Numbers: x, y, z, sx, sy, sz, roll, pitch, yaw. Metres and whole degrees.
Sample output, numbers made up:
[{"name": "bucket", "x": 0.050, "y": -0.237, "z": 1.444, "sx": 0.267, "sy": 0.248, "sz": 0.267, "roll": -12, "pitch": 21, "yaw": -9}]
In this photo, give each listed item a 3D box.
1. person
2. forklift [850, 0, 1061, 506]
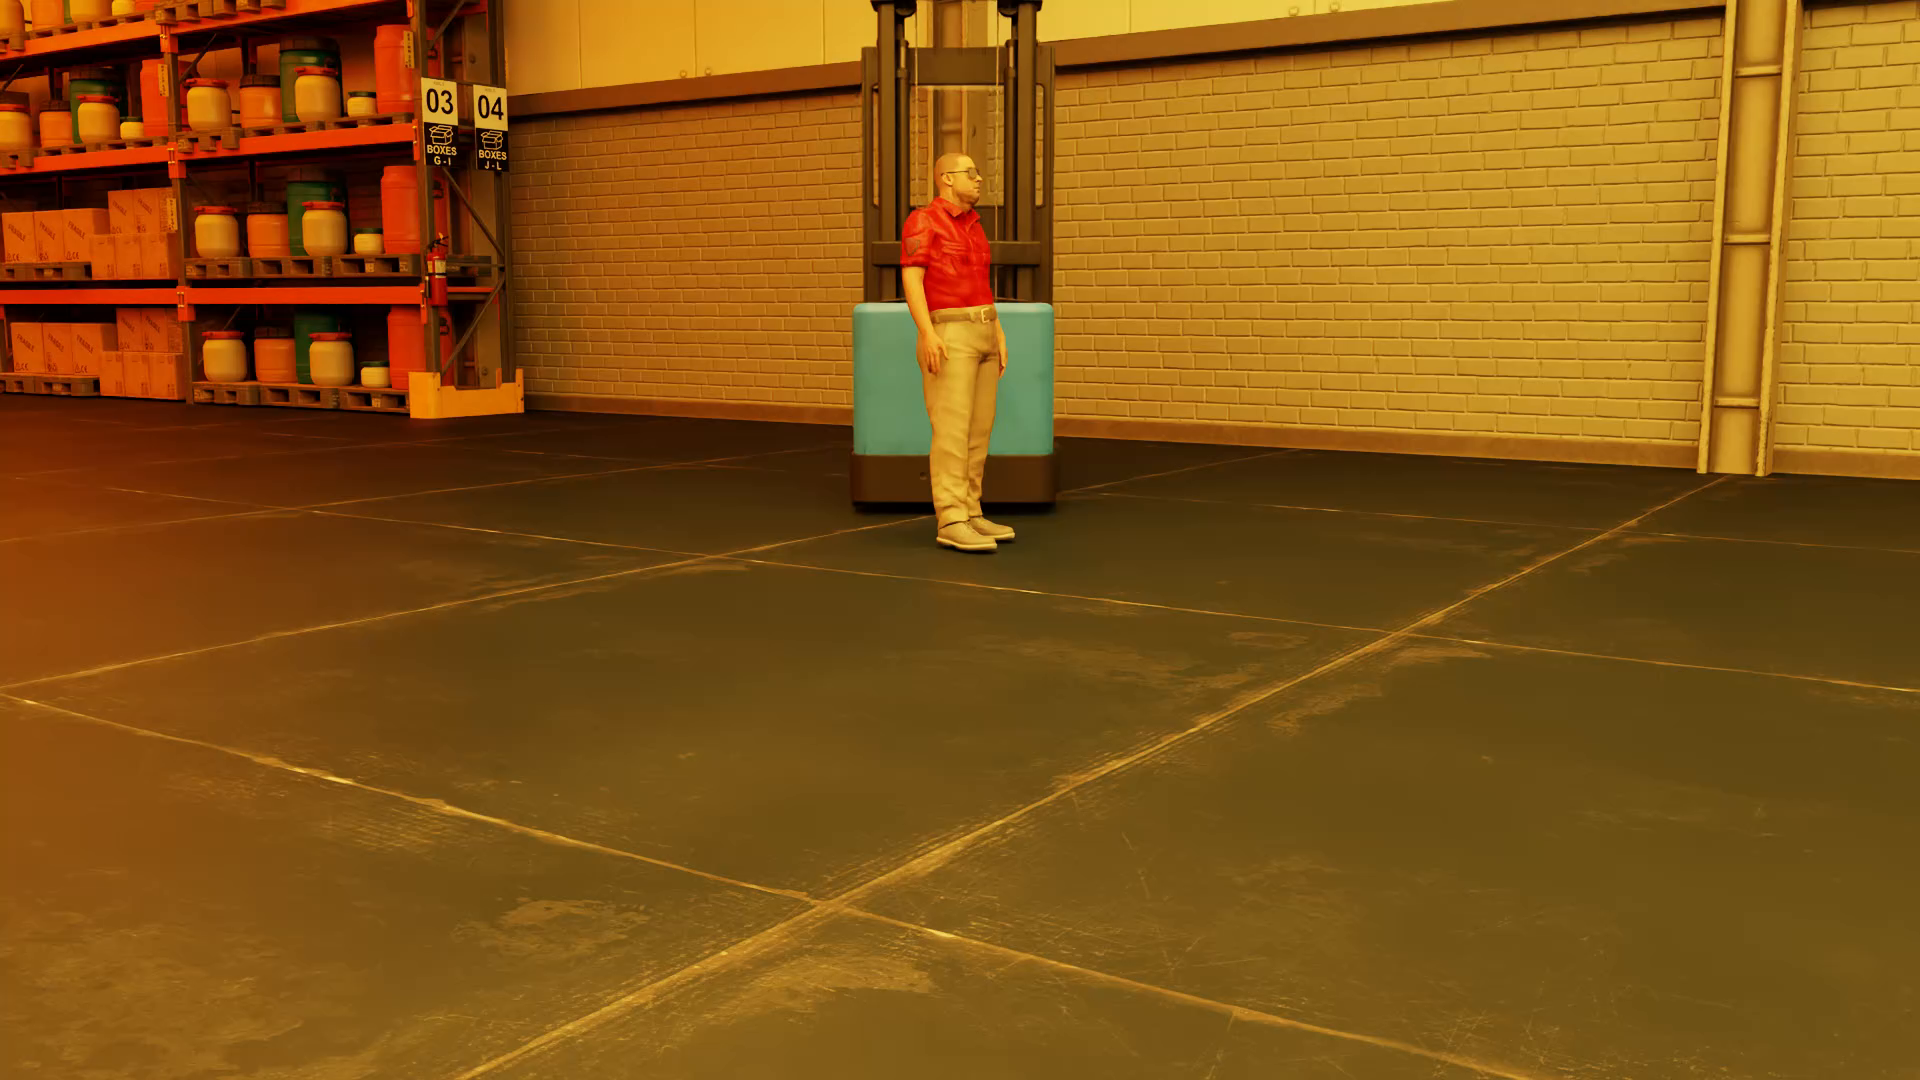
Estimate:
[{"name": "person", "x": 0.068, "y": -0.855, "z": 7.422, "sx": 0.550, "sy": 1.728, "sz": 0.641, "roll": 5, "pitch": 10, "yaw": 34}, {"name": "forklift", "x": -0.005, "y": -1.783, "z": 9.730, "sx": 1.130, "sy": 2.935, "sz": 3.031, "roll": 0, "pitch": 8, "yaw": 1}]
